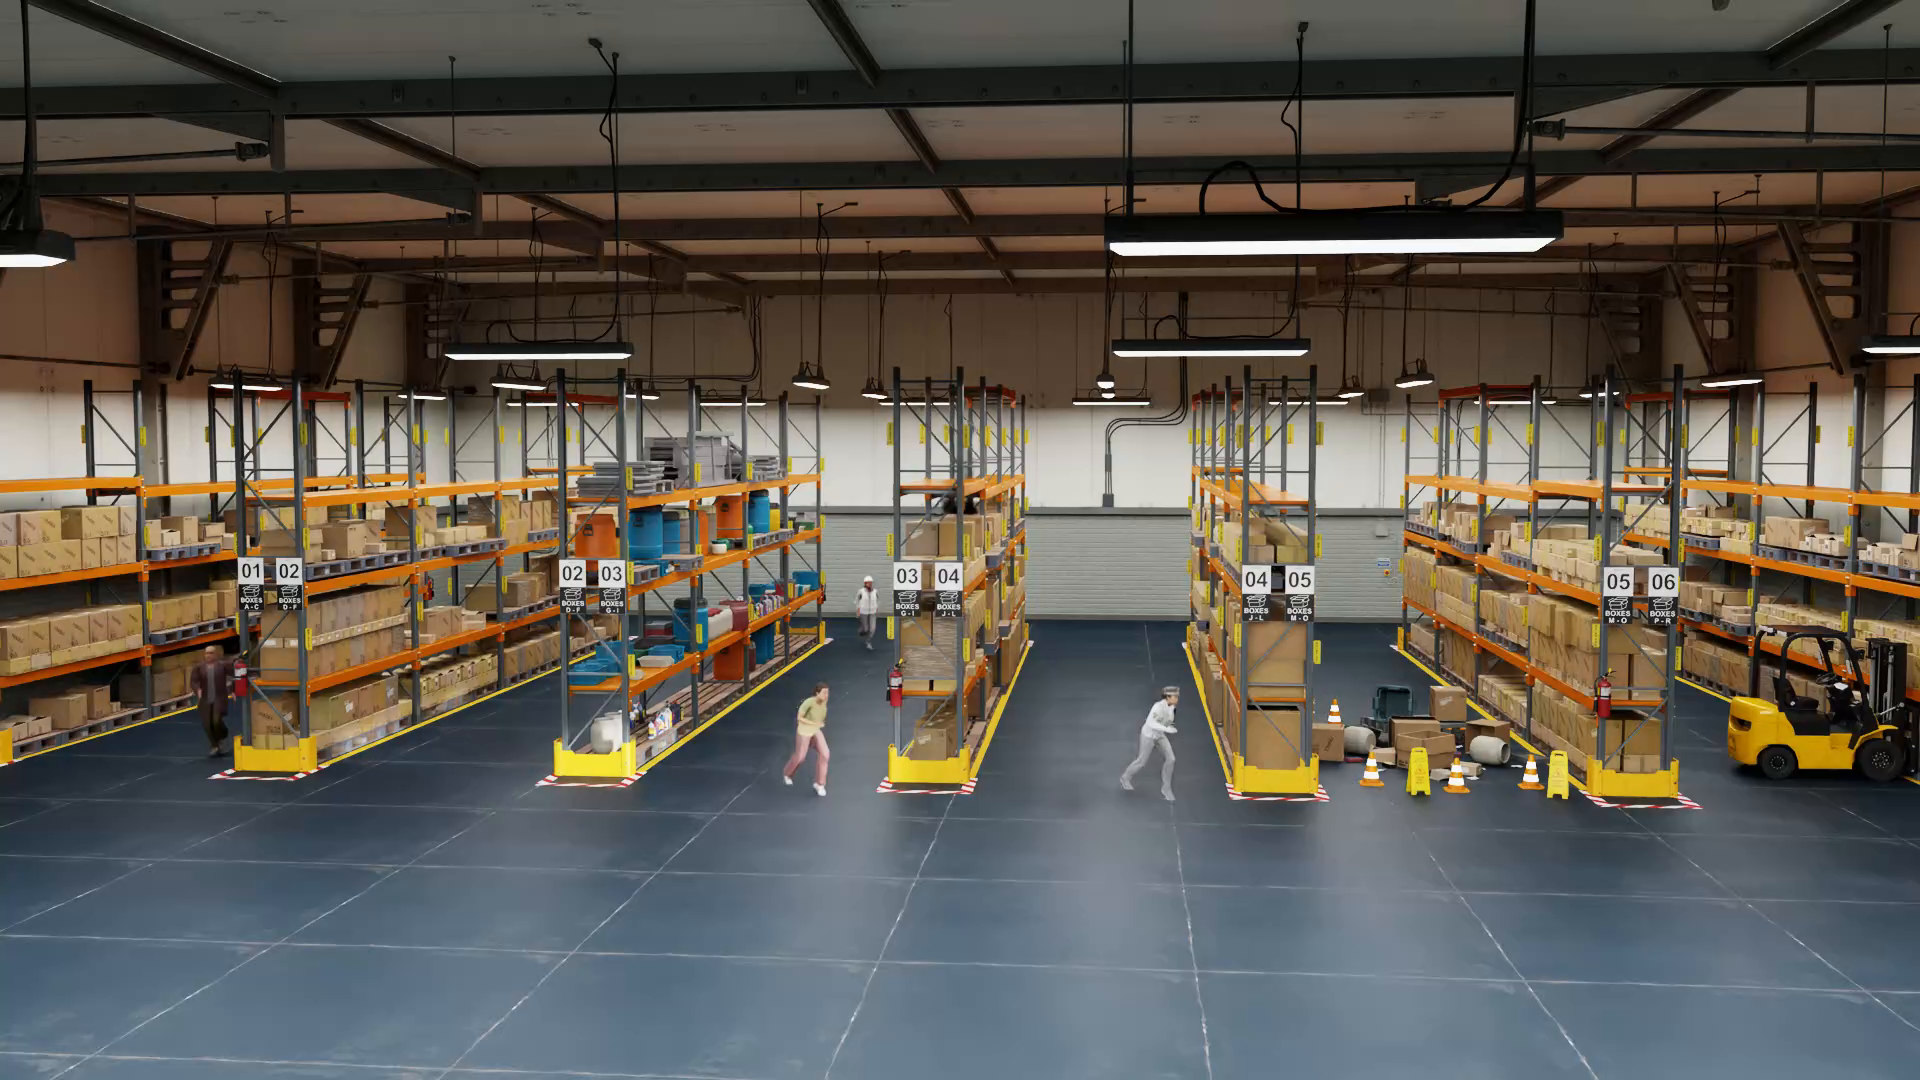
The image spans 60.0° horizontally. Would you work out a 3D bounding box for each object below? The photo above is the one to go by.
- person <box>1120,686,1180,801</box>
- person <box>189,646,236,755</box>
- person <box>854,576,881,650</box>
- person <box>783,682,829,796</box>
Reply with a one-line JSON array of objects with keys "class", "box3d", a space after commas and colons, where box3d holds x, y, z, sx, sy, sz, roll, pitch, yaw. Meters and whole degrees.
[{"class": "person", "box3d": [2.650, 2.803, 23.126, 0.955, 1.624, 0.656, 3, 5, 39]}, {"class": "person", "box3d": [-11.686, 2.517, 26.007, 0.689, 1.733, 0.715, -1, 4, -11]}, {"class": "person", "box3d": [-2.189, 1.712, 39.288, 0.643, 1.729, 0.625, -1, 4, -17]}, {"class": "person", "box3d": [-2.169, 2.778, 23.462, 0.953, 1.625, 0.619, 3, 5, 44]}]
